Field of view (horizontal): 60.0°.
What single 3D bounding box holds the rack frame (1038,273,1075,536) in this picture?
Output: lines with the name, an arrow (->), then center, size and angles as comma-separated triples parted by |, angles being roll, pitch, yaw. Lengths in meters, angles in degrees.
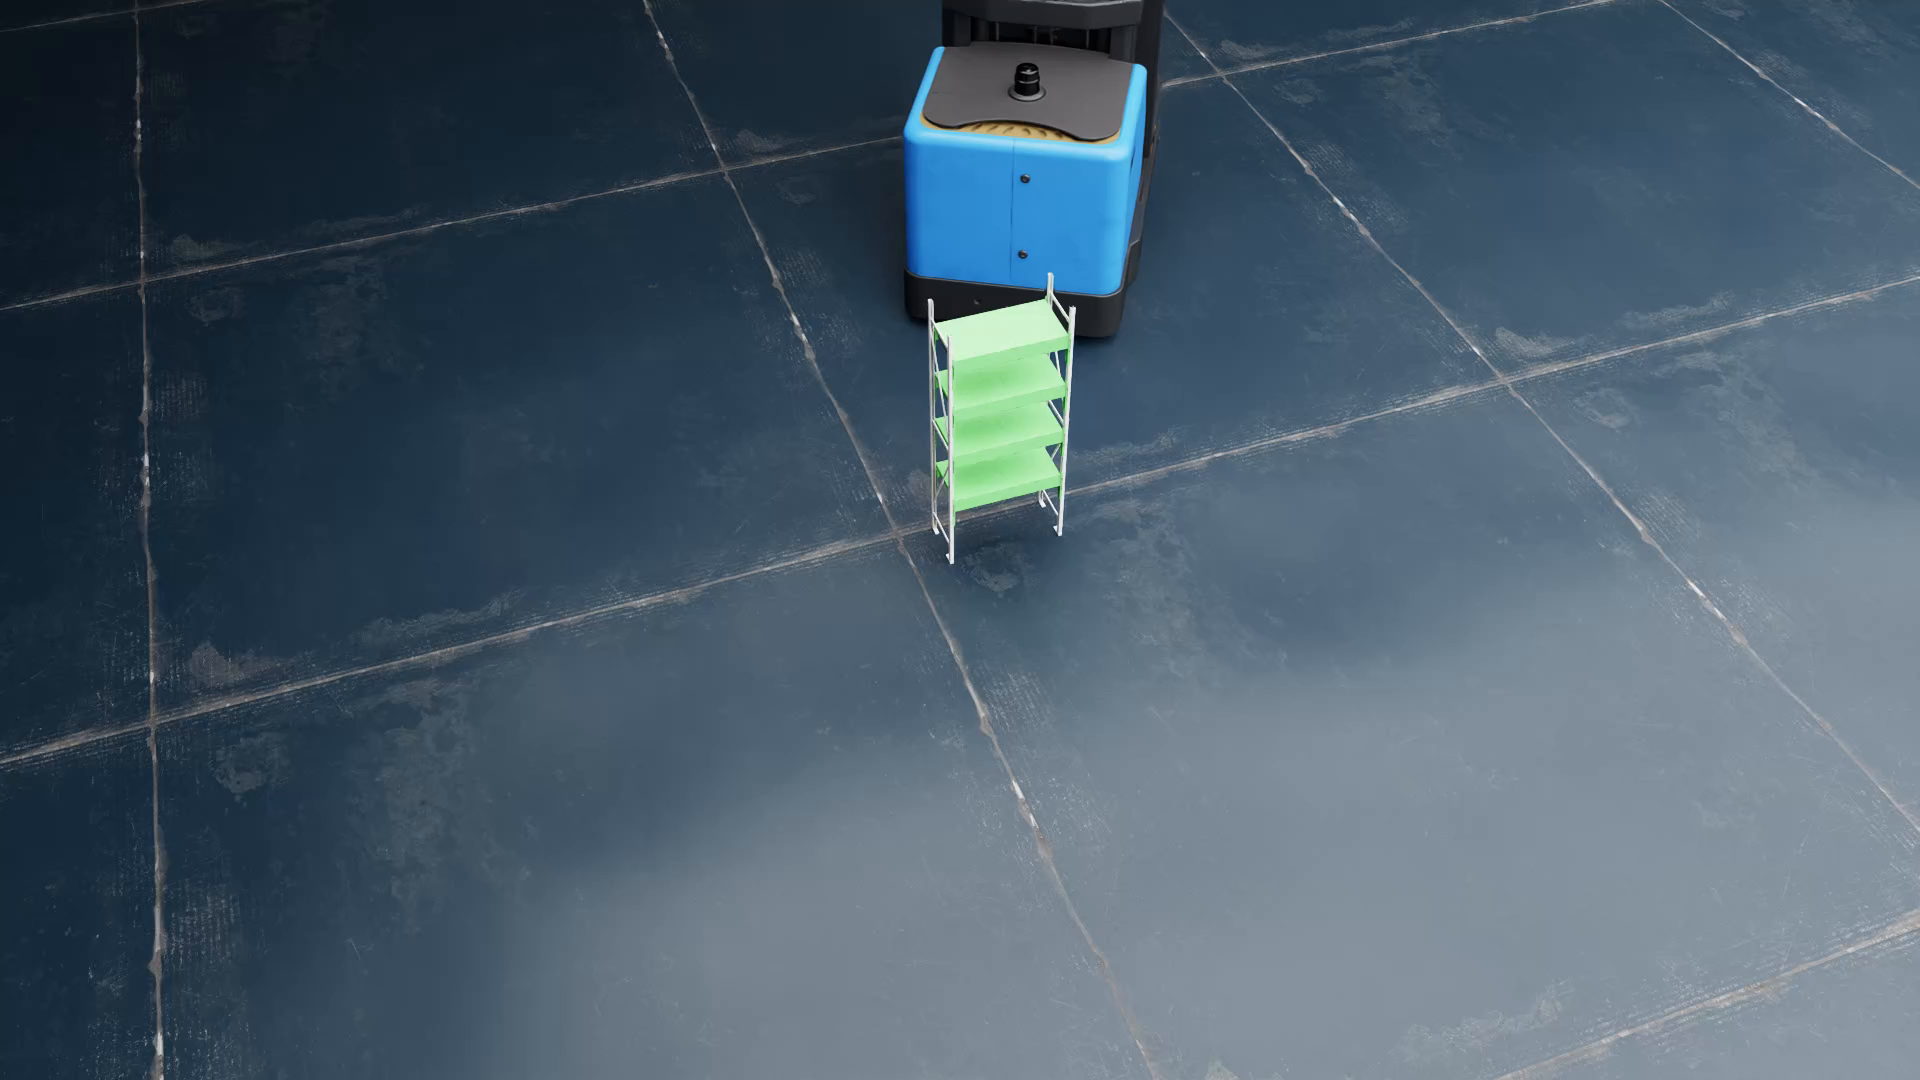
rack frame -> 0.385, -0.522, 6.732 | 0.015, 1.200, 0.240 | -14, 47, -14

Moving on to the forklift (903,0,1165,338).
forklift -> 0.497, -3.056, 8.036 | 1.130, 2.935, 3.031 | 7, 46, 7

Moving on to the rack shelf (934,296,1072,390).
rack shelf -> 0.156, -0.757, 6.379 | 0.480, 0.148, 0.258 | -14, 47, -14

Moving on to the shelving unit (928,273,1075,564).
shelving unit -> 0.156, -0.463, 6.674 | 0.503, 1.200, 0.258 | -14, 47, -14

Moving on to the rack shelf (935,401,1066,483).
rack shelf -> 0.156, -0.418, 6.719 | 0.480, 0.148, 0.258 | -14, 47, -14

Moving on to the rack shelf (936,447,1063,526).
rack shelf -> 0.156, -0.249, 6.889 | 0.480, 0.148, 0.258 | -14, 47, -14

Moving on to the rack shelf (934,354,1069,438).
rack shelf -> 0.156, -0.588, 6.549 | 0.480, 0.148, 0.258 | -14, 47, -14

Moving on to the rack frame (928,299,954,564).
rack frame -> -0.074, -0.405, 6.616 | 0.015, 1.200, 0.240 | -14, 47, -14
